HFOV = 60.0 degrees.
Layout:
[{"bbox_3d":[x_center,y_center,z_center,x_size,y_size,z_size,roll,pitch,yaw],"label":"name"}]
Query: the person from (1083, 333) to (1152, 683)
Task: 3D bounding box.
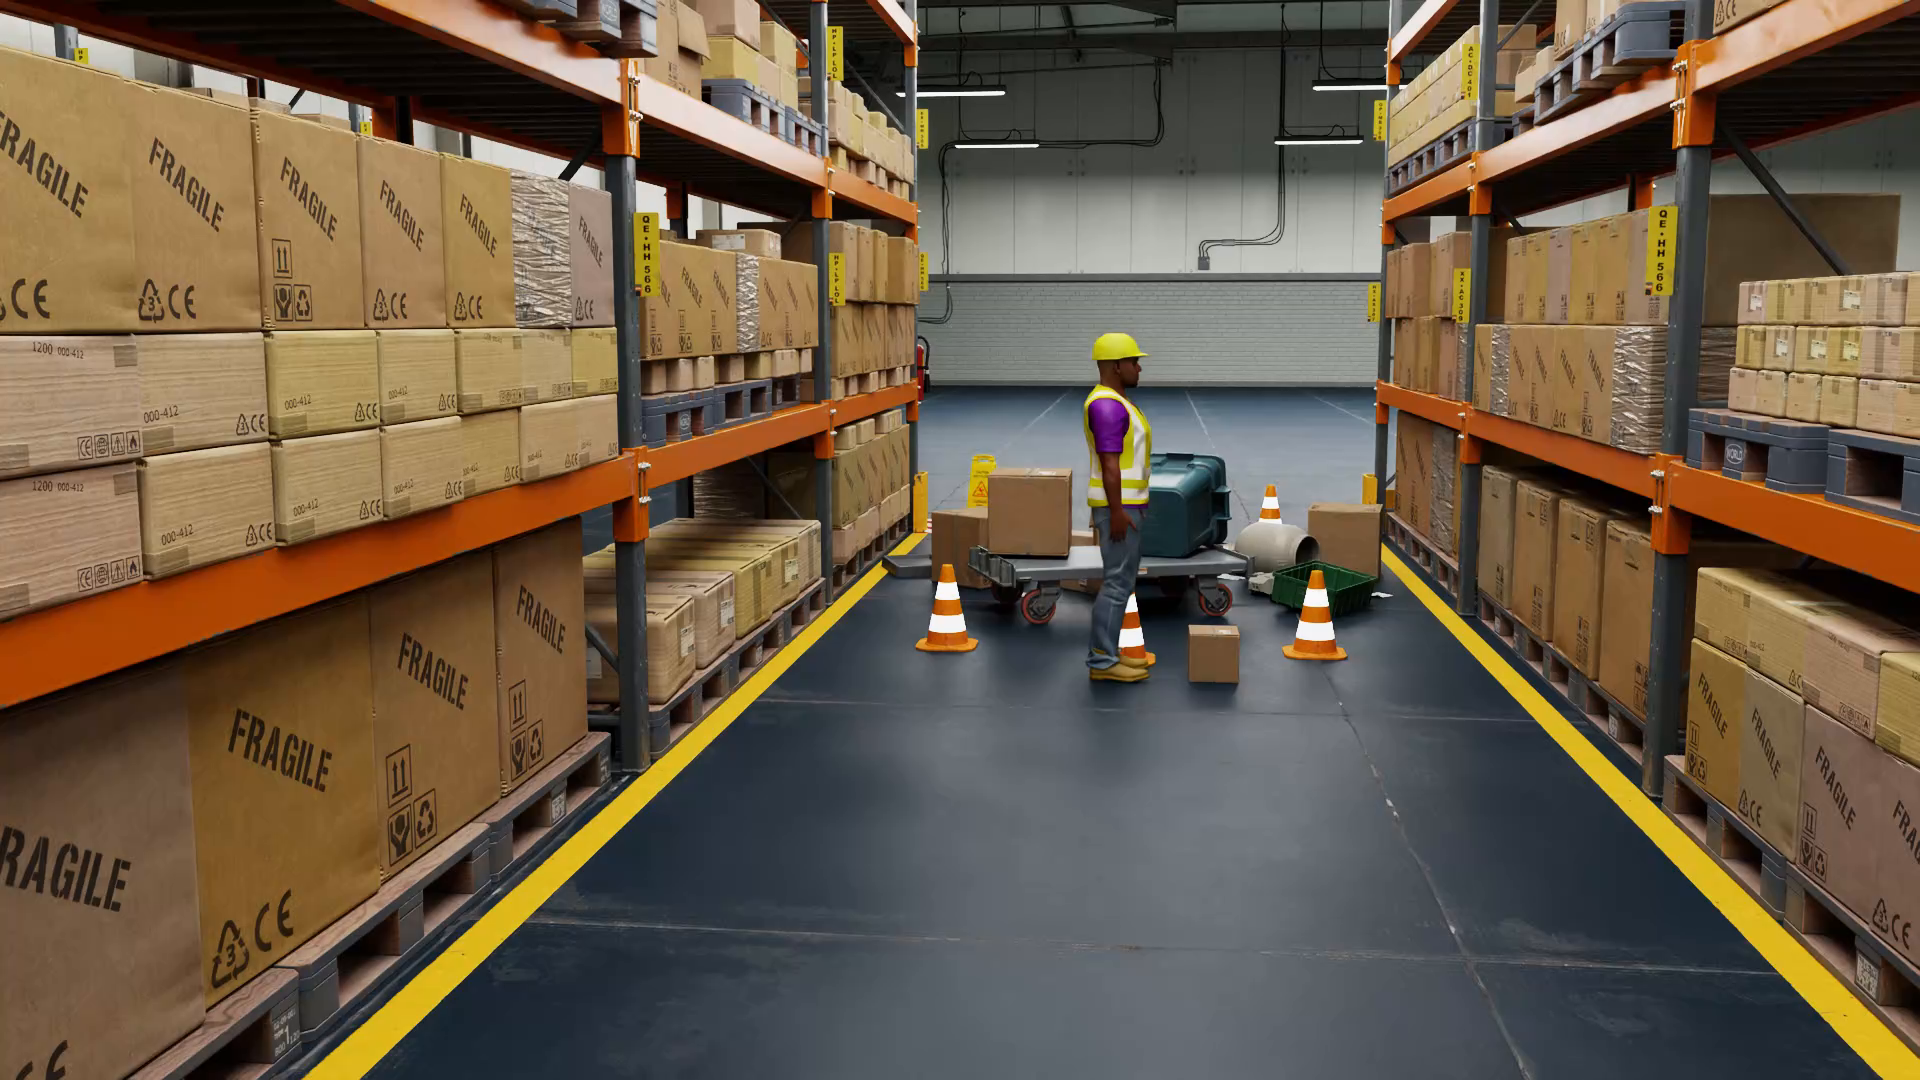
[{"bbox_3d":[0.810,-0.173,8.520,0.352,1.761,0.562,1,8,8],"label":"person"}]
